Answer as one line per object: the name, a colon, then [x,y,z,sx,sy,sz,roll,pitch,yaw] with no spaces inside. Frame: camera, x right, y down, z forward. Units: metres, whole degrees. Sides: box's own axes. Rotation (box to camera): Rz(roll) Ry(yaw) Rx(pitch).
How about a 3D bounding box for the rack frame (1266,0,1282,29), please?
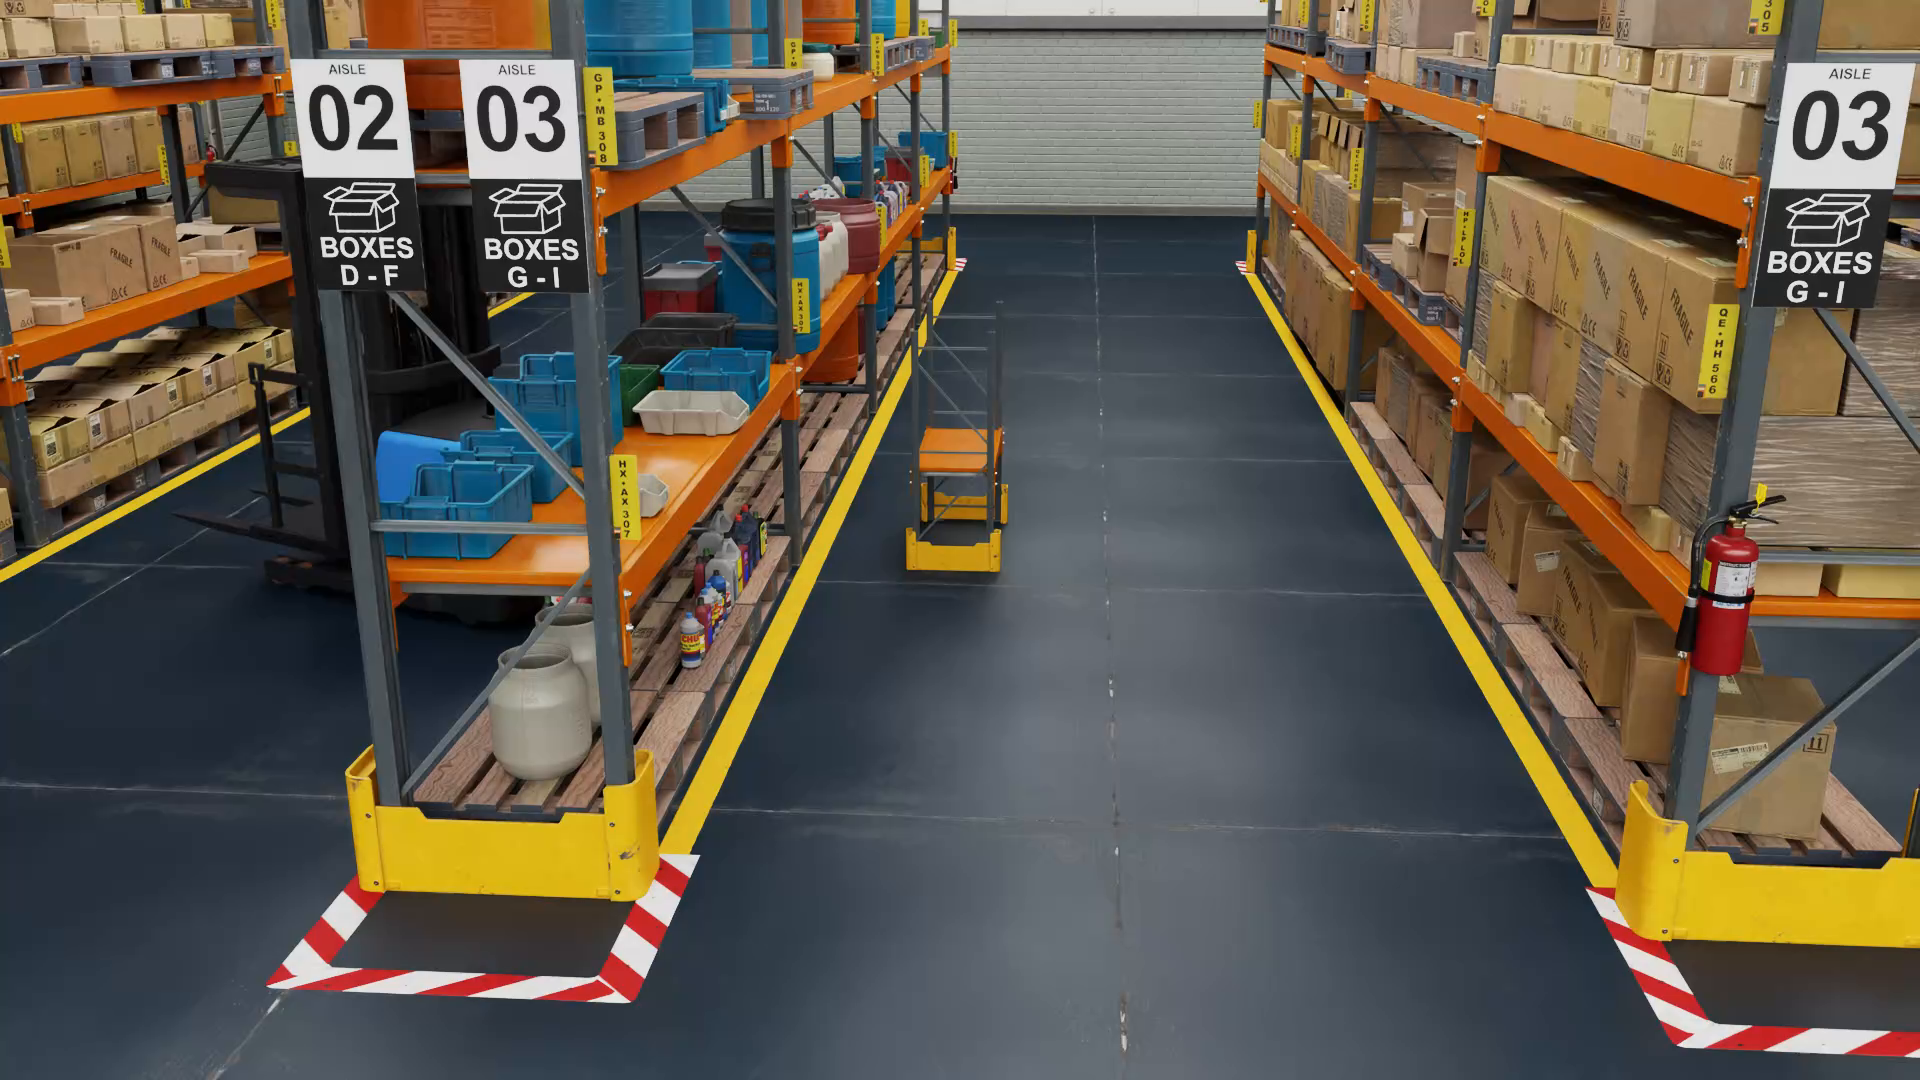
rack frame: [4.304,-7.748,20.118,1.000,3.000,0.127,1,18,4]

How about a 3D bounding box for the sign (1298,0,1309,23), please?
sign: [3.463,-5.376,16.737,0.100,0.325,0.005,1,18,4]

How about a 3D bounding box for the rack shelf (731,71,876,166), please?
rack shelf: [-1.353,-2.986,11.556,1.077,0.370,4.000,1,18,4]

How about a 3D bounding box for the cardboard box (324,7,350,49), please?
cardboard box: [-6.079,-4.564,15.057,0.910,0.500,0.500,1,18,4]

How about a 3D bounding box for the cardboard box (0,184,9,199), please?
cardboard box: [-10.547,-3.766,17.969,0.380,0.149,0.250,1,18,4]

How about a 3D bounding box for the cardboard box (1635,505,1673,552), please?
cardboard box: [2.956,-0.058,6.687,0.380,0.149,0.250,1,18,4]

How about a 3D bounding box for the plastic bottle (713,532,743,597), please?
plastic bottle: [-1.292,0.135,9.241,0.144,0.351,0.185,1,18,4]

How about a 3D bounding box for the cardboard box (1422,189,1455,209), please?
cardboard box: [3.791,-2.316,12.338,0.700,0.500,0.500,4,19,12]

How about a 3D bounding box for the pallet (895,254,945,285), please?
pallet: [-0.734,-3.428,21.045,1.003,0.211,1.213,1,18,4]

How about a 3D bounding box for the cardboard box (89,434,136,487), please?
cardboard box: [-6.123,-0.564,11.569,0.500,0.250,0.500,2,18,5]

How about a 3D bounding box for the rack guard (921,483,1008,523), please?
rack guard: [0.030,-0.250,11.284,0.587,0.250,0.087,1,18,4]

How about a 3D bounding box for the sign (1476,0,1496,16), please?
sign: [2.890,-3.040,9.103,0.100,0.325,0.005,1,18,4]

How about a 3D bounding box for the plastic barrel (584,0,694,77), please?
plastic barrel: [-1.675,-2.838,8.469,0.600,0.901,0.708,1,18,4]

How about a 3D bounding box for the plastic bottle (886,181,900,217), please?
plastic bottle: [-0.676,-3.392,16.537,0.144,0.351,0.185,1,18,4]

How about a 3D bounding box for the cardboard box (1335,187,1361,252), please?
cardboard box: [3.560,-2.774,14.411,0.500,0.500,0.500,1,18,3]

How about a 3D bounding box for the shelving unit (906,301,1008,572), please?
shelving unit: [-0.005,-0.689,10.617,0.587,1.500,1.083,1,18,4]

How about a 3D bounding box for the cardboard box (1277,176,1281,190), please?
cardboard box: [3.804,-4.037,18.829,0.380,0.149,0.250,1,18,3]

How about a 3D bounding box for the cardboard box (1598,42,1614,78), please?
cardboard box: [3.072,-2.133,7.400,0.380,0.149,0.250,2,18,5]

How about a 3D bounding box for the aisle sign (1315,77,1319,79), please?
aisle sign: [4.608,-6.148,20.695,0.394,0.787,0.004,1,18,4]

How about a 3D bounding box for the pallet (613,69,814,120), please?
pallet: [-1.451,-2.390,8.887,1.213,0.211,1.003,1,18,4]

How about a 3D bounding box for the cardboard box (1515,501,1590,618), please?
cardboard box: [3.341,0.119,9.082,0.500,0.500,0.500,7,20,21]

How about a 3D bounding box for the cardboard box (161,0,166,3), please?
cardboard box: [-10.298,-6.953,20.711,0.500,0.500,0.500,1,18,4]

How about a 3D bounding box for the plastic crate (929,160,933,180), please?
plastic crate: [-0.528,-4.313,19.442,0.416,0.233,0.300,1,18,4]

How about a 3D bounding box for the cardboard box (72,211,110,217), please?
cardboard box: [-10.748,-3.979,20.547,0.380,0.149,0.250,1,18,4]

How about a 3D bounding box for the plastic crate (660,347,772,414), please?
plastic crate: [-1.305,-0.861,8.971,0.499,0.251,0.616,1,18,4]

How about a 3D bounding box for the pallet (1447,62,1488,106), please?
pallet: [3.594,-2.696,9.818,1.213,0.211,1.003,1,18,4]

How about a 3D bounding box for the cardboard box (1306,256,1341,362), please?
cardboard box: [3.872,-2.093,15.232,1.225,0.875,0.875,1,18,4]

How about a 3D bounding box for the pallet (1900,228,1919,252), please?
pallet: [8.615,-2.403,13.748,1.213,0.211,1.003,1,18,4]

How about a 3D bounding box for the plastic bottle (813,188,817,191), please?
plastic bottle: [-1.439,-3.330,16.456,0.061,0.283,0.133,1,18,4]

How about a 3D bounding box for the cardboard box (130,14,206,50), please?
cardboard box: [-6.146,-3.883,12.707,0.500,0.250,0.500,2,18,5]

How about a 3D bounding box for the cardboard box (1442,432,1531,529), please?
cardboard box: [3.509,-0.382,10.579,0.700,0.500,0.500,0,18,0]

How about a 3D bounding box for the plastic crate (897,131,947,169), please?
plastic crate: [-0.474,-4.945,21.044,0.616,0.435,0.499,1,18,4]

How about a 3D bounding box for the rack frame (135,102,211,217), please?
rack frame: [-10.518,-5.229,22.064,1.000,3.000,0.127,1,18,4]

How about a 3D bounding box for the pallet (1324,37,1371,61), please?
pallet: [4.000,-4.704,15.951,0.805,0.209,1.217,1,18,2]

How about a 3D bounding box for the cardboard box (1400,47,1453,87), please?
cardboard box: [3.378,-3.307,11.623,0.500,0.250,0.500,2,18,5]

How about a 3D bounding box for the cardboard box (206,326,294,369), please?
cardboard box: [-5.942,-1.626,13.910,0.500,0.311,0.500,2,18,5]

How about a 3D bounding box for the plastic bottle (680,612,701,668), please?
plastic bottle: [-1.343,0.493,8.278,0.097,0.271,0.097,0,18,0]

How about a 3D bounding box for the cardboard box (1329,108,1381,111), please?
cardboard box: [4.382,-4.539,18.517,0.500,0.500,0.500,1,18,2]

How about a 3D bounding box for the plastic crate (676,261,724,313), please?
plastic crate: [-1.728,-1.623,11.085,0.392,0.384,0.575,1,18,4]

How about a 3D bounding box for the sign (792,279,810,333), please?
sign: [-0.949,-1.397,9.924,0.100,0.325,0.005,1,18,4]

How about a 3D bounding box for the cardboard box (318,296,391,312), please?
cardboard box: [-5.760,-2.110,15.852,0.500,0.500,0.500,1,18,3]

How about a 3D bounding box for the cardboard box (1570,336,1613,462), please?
cardboard box: [3.219,-0.600,7.297,0.875,0.500,0.500,1,18,4]

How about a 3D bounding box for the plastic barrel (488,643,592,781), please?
plastic barrel: [-1.813,0.738,7.175,0.421,0.512,0.421,0,18,0]

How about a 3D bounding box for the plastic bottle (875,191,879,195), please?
plastic bottle: [-0.817,-3.302,16.389,0.097,0.271,0.097,0,18,0]

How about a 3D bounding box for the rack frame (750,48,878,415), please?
rack frame: [-1.210,-2.523,13.807,1.000,3.000,0.127,1,18,4]

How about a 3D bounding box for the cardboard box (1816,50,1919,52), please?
cardboard box: [3.508,-1.795,6.366,0.380,0.149,0.250,2,18,6]

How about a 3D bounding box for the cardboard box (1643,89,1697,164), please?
cardboard box: [2.971,-1.593,6.391,0.500,0.250,0.500,1,18,4]

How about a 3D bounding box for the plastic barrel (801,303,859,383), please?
plastic barrel: [-1.192,-1.844,14.544,0.600,0.830,0.708,1,18,4]

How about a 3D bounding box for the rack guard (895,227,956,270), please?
rack guard: [-0.648,-3.828,21.802,1.175,0.500,0.348,1,18,4]

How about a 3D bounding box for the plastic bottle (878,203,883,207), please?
plastic bottle: [-0.738,-2.983,15.418,0.097,0.271,0.097,0,18,0]

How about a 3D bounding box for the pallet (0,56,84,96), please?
pallet: [-6.387,-3.002,10.756,0.805,0.209,1.217,1,18,2]

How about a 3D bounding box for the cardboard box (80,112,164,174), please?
cardboard box: [-10.586,-4.987,20.843,0.980,0.700,0.700,1,18,3]

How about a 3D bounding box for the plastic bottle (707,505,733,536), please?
plastic bottle: [-1.399,-0.028,9.739,0.144,0.351,0.185,1,18,4]

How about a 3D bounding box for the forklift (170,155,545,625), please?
forklift: [-3.632,-1.224,9.951,3.031,2.935,1.130,10,21,28]

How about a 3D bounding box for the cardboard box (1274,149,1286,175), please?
cardboard box: [3.897,-4.345,19.128,0.500,0.250,0.500,1,18,3]

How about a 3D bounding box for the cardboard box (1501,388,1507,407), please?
cardboard box: [3.098,-0.758,8.821,0.380,0.149,0.250,1,18,4]

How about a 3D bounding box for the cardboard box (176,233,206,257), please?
cardboard box: [-6.408,-2.319,13.327,0.500,0.311,0.500,1,18,3]

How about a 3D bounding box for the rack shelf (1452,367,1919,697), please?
rack shelf: [3.300,-0.207,7.894,1.077,0.370,4.000,1,18,4]

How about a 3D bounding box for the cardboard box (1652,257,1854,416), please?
cardboard box: [2.950,-0.769,6.207,0.500,0.500,0.500,1,18,4]

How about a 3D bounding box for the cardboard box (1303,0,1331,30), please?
cardboard box: [4.013,-5.620,17.443,0.700,0.500,0.500,0,18,1]
